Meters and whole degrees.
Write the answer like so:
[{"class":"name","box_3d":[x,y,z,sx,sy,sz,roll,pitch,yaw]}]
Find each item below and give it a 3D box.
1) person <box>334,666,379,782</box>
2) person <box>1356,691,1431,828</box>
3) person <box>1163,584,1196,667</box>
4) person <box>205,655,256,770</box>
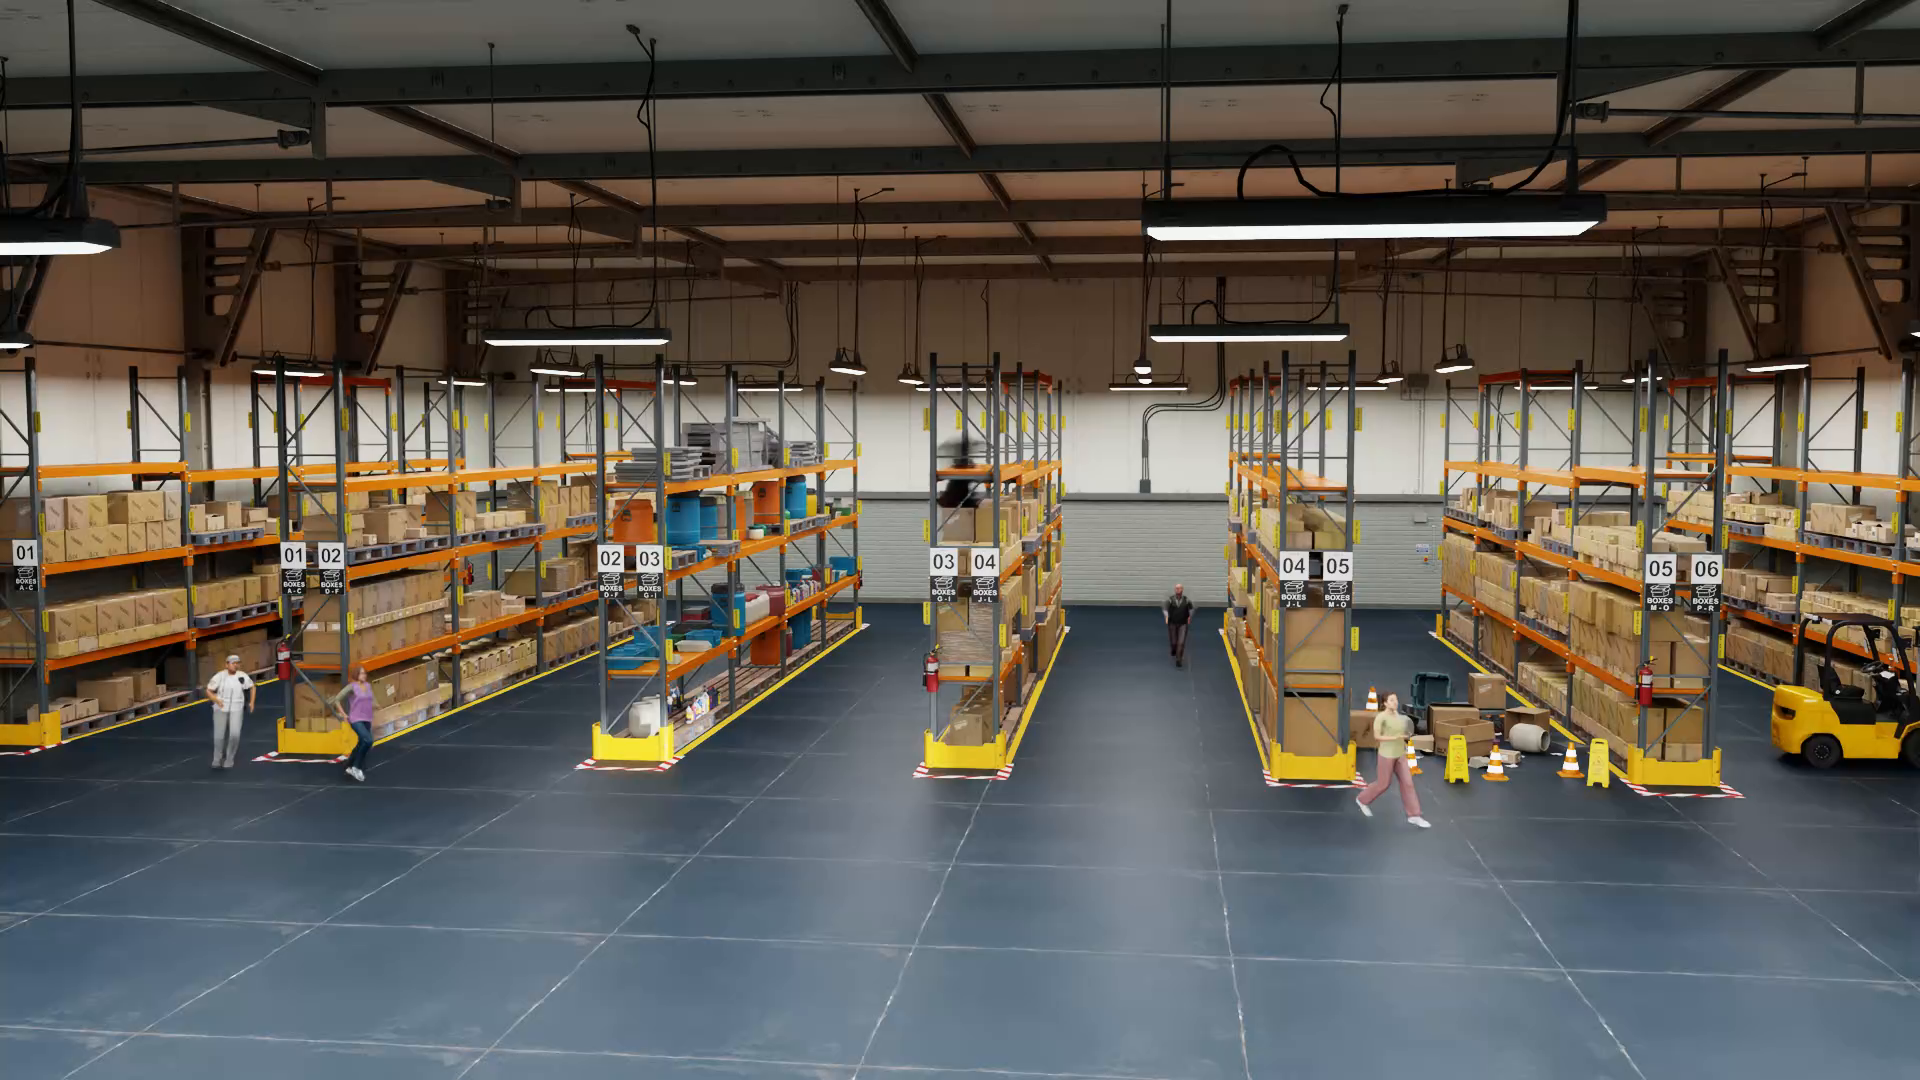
[{"class":"person","box_3d":[-8.371,2.560,23.228,0.676,1.607,0.510,2,4,24]},{"class":"person","box_3d":[5.378,2.681,20.618,0.582,1.620,1.066,-3,5,-33]},{"class":"person","box_3d":[4.524,1.747,34.342,0.676,1.674,0.699,1,4,7]},{"class":"person","box_3d":[-10.549,2.488,24.083,0.676,1.650,0.604,-2,5,-26]}]
